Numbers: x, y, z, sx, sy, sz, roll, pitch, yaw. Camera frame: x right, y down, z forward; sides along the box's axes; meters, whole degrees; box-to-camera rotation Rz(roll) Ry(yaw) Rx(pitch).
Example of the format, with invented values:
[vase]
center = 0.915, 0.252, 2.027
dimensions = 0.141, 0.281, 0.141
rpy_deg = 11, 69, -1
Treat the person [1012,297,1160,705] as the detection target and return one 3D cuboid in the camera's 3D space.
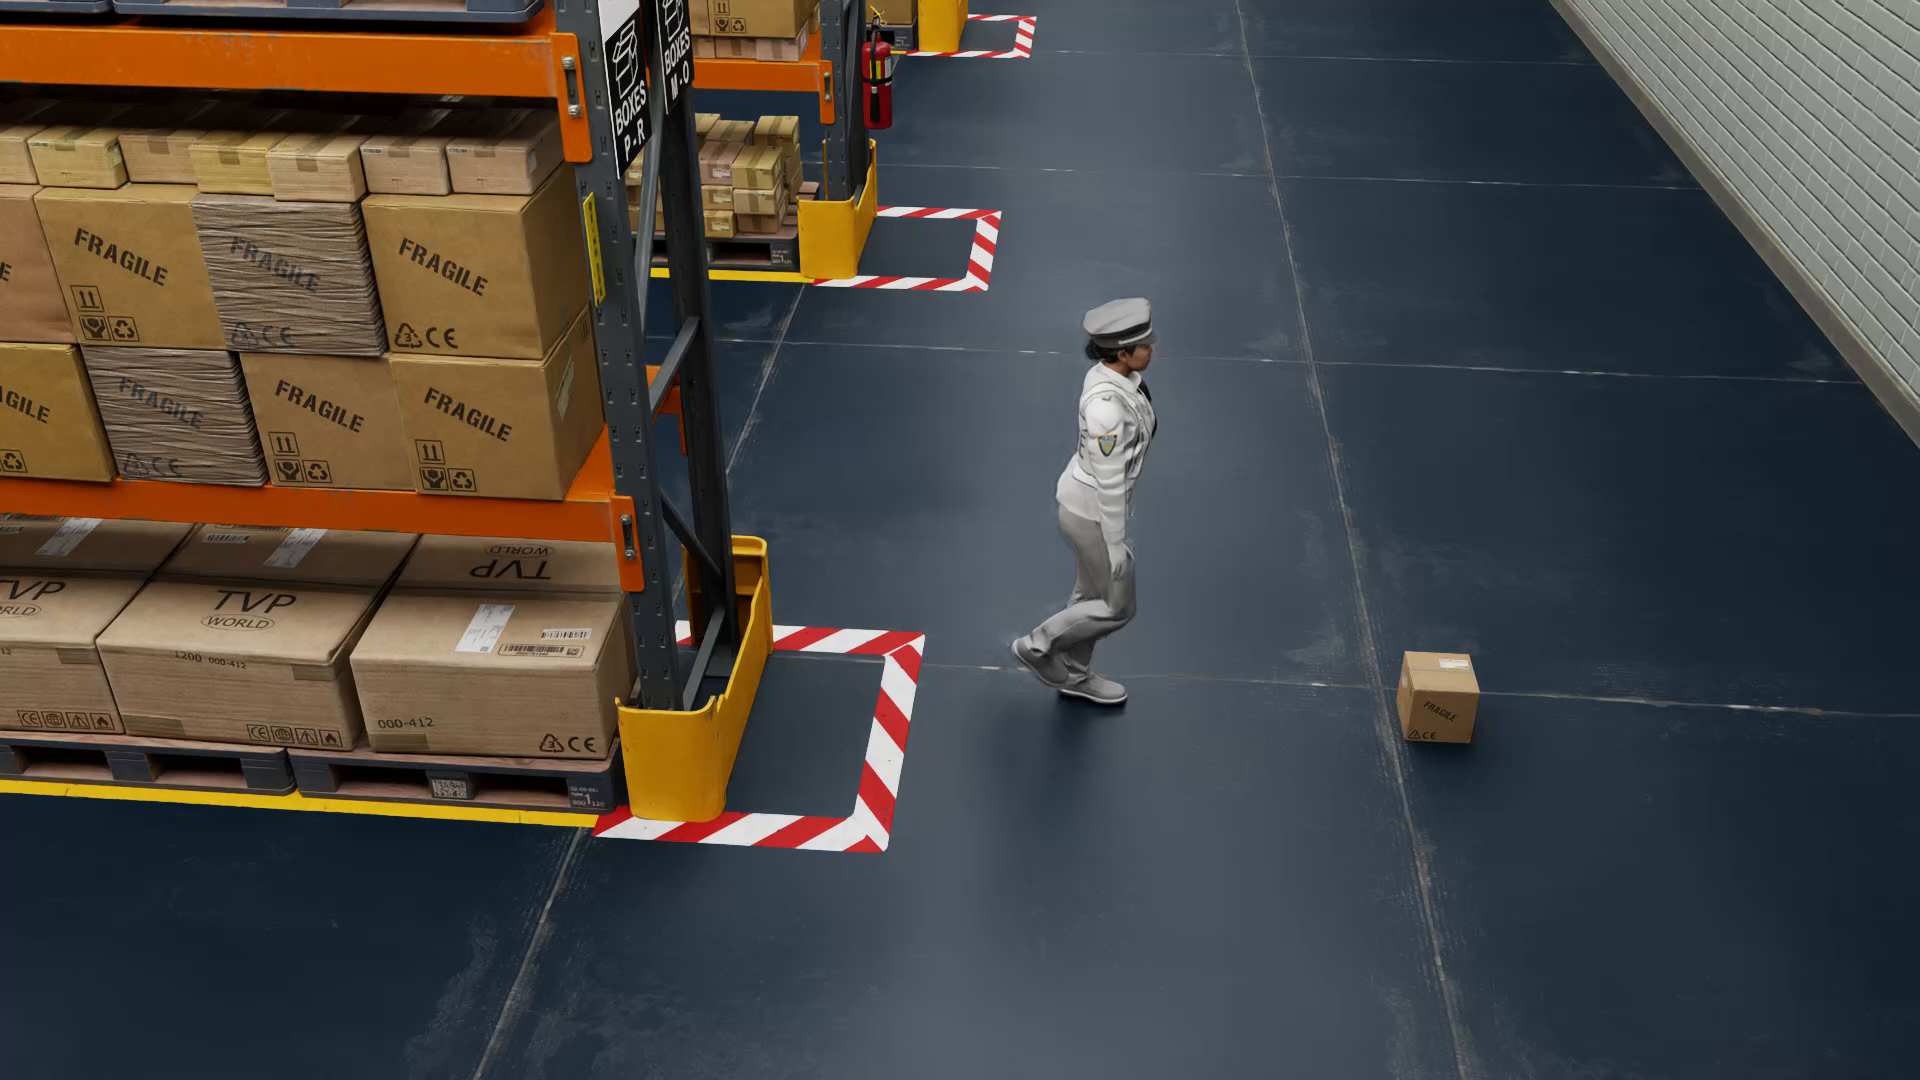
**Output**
[person]
center = 0.469, -0.122, 6.286
dimensions = 0.489, 1.674, 0.538
rpy_deg = 6, 33, 9
